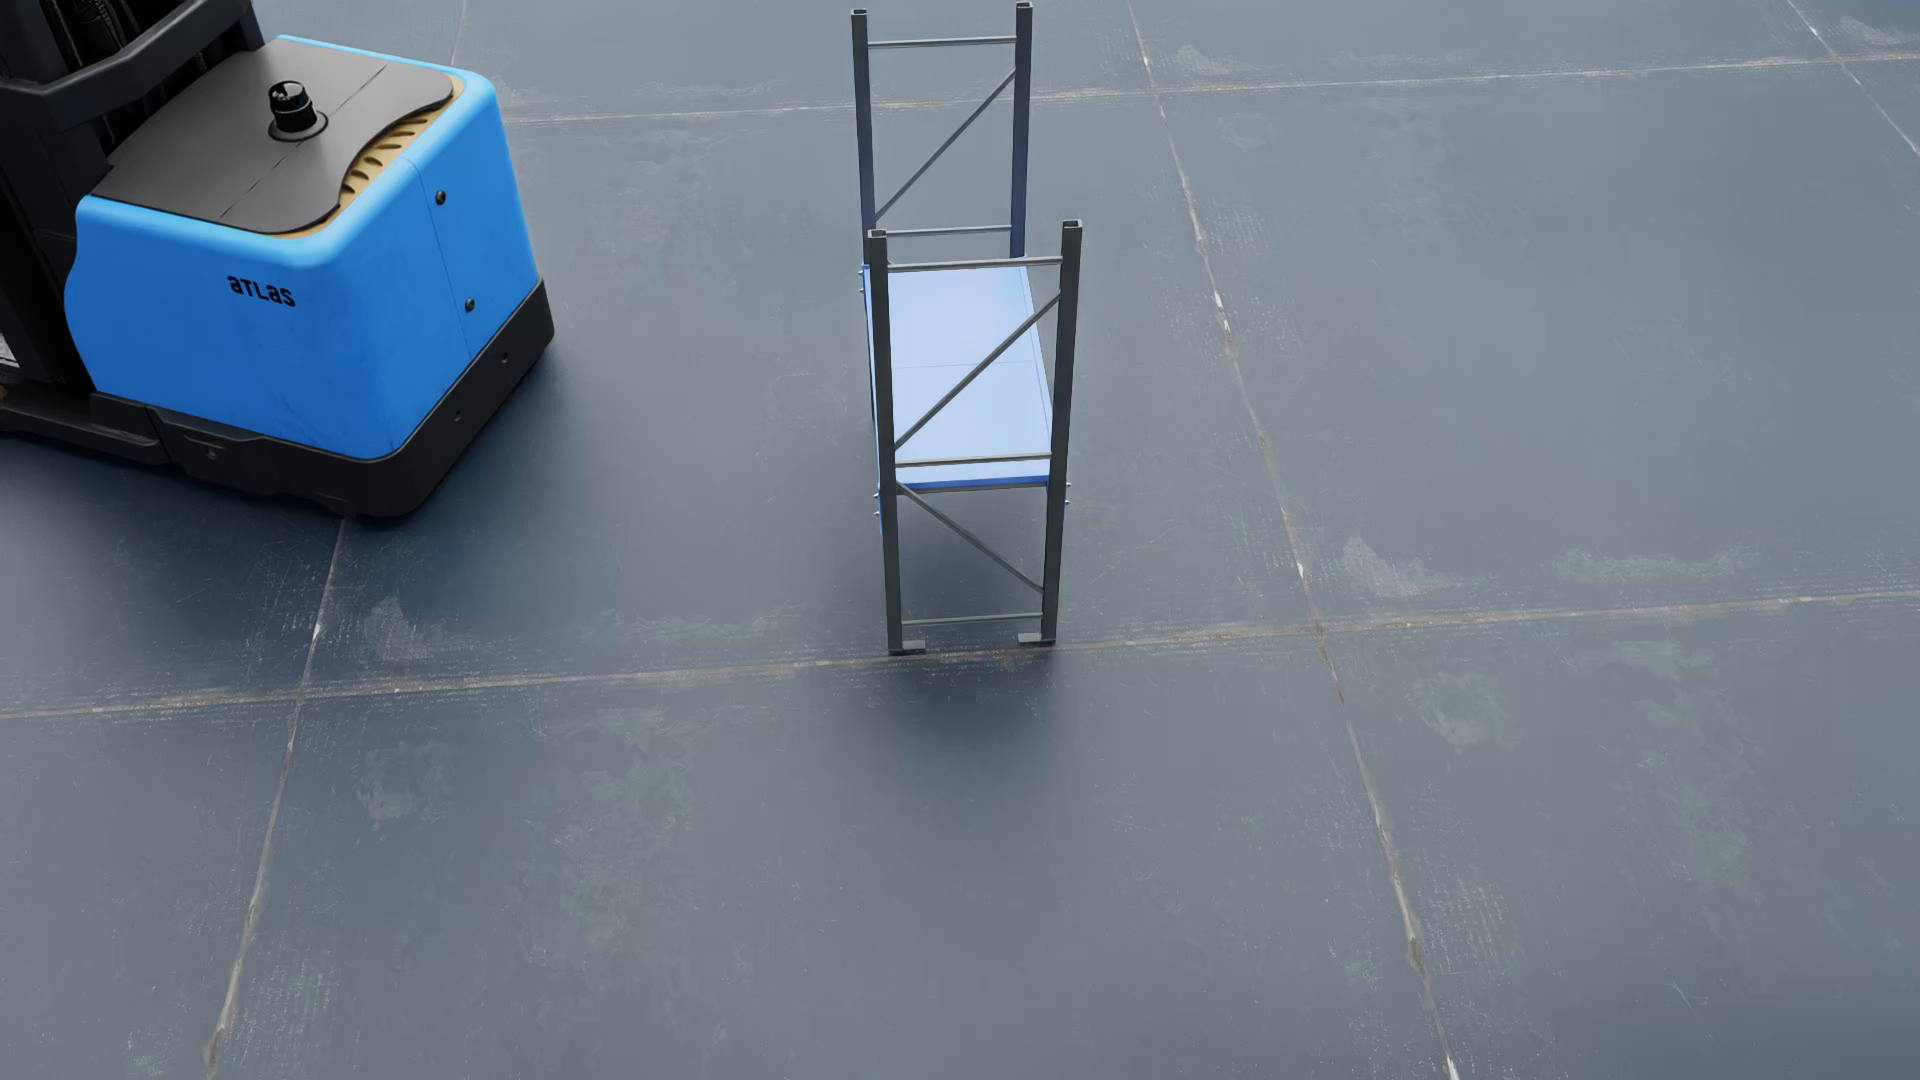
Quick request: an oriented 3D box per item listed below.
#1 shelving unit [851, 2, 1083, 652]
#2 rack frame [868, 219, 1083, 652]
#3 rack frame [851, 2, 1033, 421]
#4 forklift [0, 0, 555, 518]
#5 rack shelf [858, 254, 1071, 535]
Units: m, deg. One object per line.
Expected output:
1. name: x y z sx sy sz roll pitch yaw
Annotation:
1. shelving unit: -0.007 -0.577 4.764 0.538 1.500 1.048 -3 47 -3
2. rack frame: 0.035 -0.210 4.416 0.500 1.500 0.032 -3 47 -3
3. rack frame: -0.050 -0.945 5.112 0.500 1.500 0.032 -3 47 -3
4. forklift: -2.997 -1.726 4.866 3.031 2.935 1.130 14 48 13
5. rack shelf: -0.007 -0.454 4.895 0.538 0.185 1.000 -3 47 -3
